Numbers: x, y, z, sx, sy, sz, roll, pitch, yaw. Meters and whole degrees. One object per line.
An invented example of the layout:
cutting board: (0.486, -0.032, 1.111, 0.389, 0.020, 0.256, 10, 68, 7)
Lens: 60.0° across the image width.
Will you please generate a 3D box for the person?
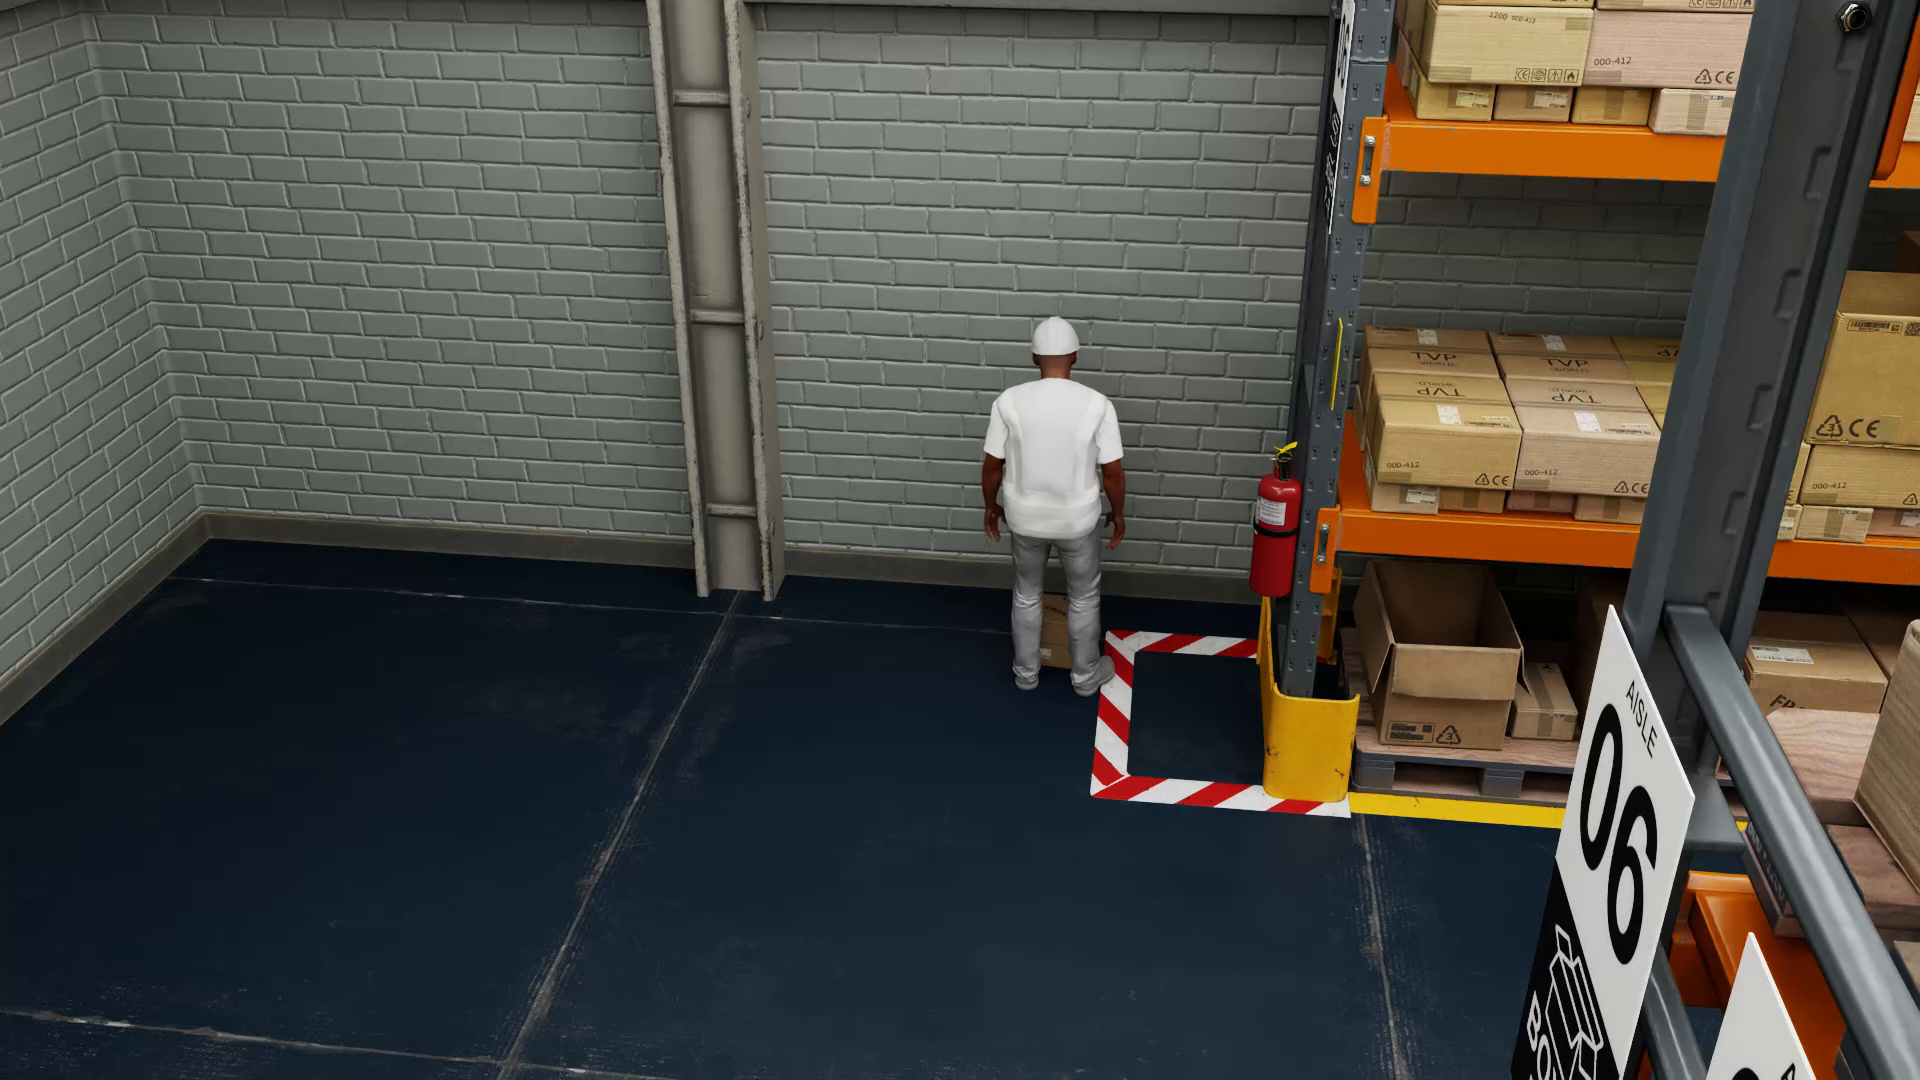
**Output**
person: (0.416, -0.139, 7.340, 0.633, 1.660, 0.362, 5, 29, 10)
